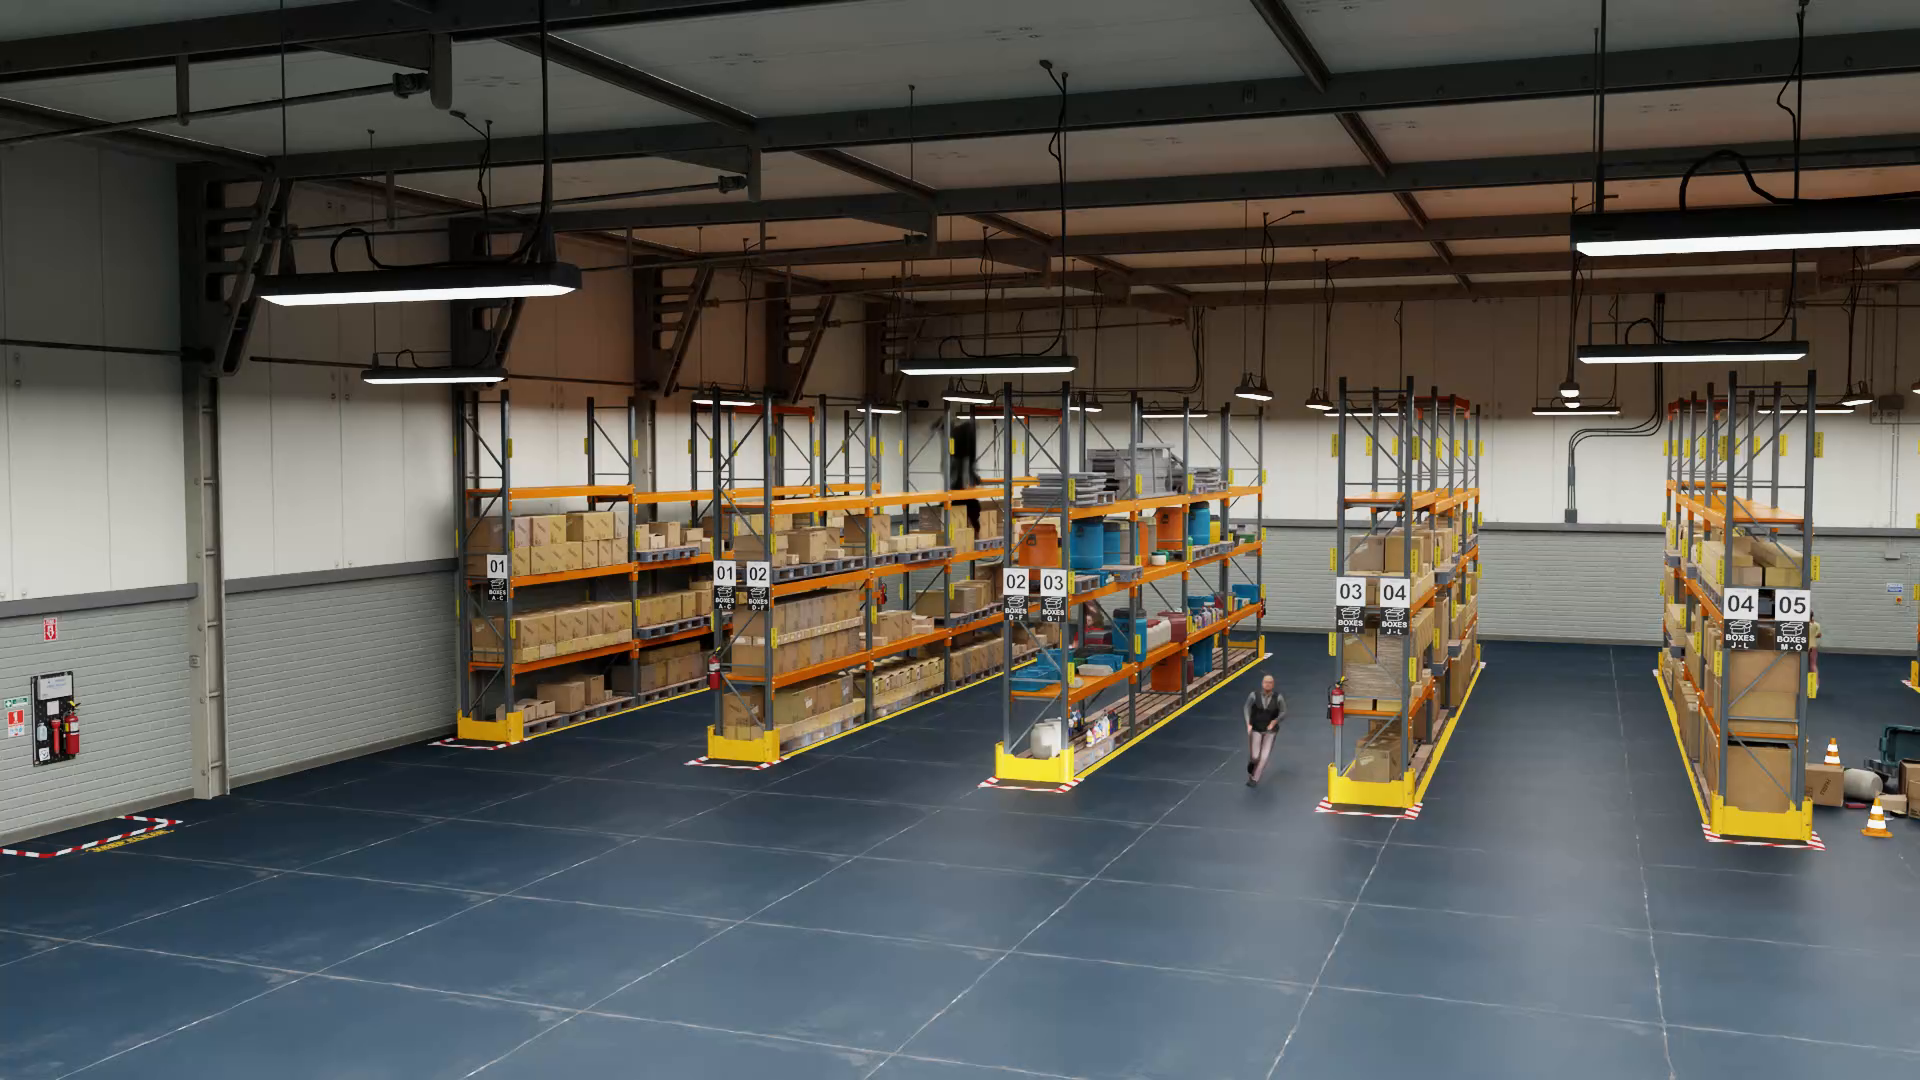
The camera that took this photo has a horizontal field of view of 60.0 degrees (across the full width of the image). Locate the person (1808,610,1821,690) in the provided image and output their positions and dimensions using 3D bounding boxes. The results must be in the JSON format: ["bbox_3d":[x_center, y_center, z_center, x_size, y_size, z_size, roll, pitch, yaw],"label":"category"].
[{"bbox_3d":[17.502,2.284,34.276,0.520,1.709,0.790,0,3,7],"label":"person"}]

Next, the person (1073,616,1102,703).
[{"bbox_3d":[2.573,2.358,33.045,0.673,1.732,0.815,1,3,18],"label":"person"}]

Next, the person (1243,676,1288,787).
[{"bbox_3d":[4.528,2.827,24.666,0.644,1.662,0.594,0,3,8],"label":"person"}]

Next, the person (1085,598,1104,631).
[{"bbox_3d":[3.346,1.839,42.056,0.748,1.754,0.763,3,4,43],"label":"person"}]
